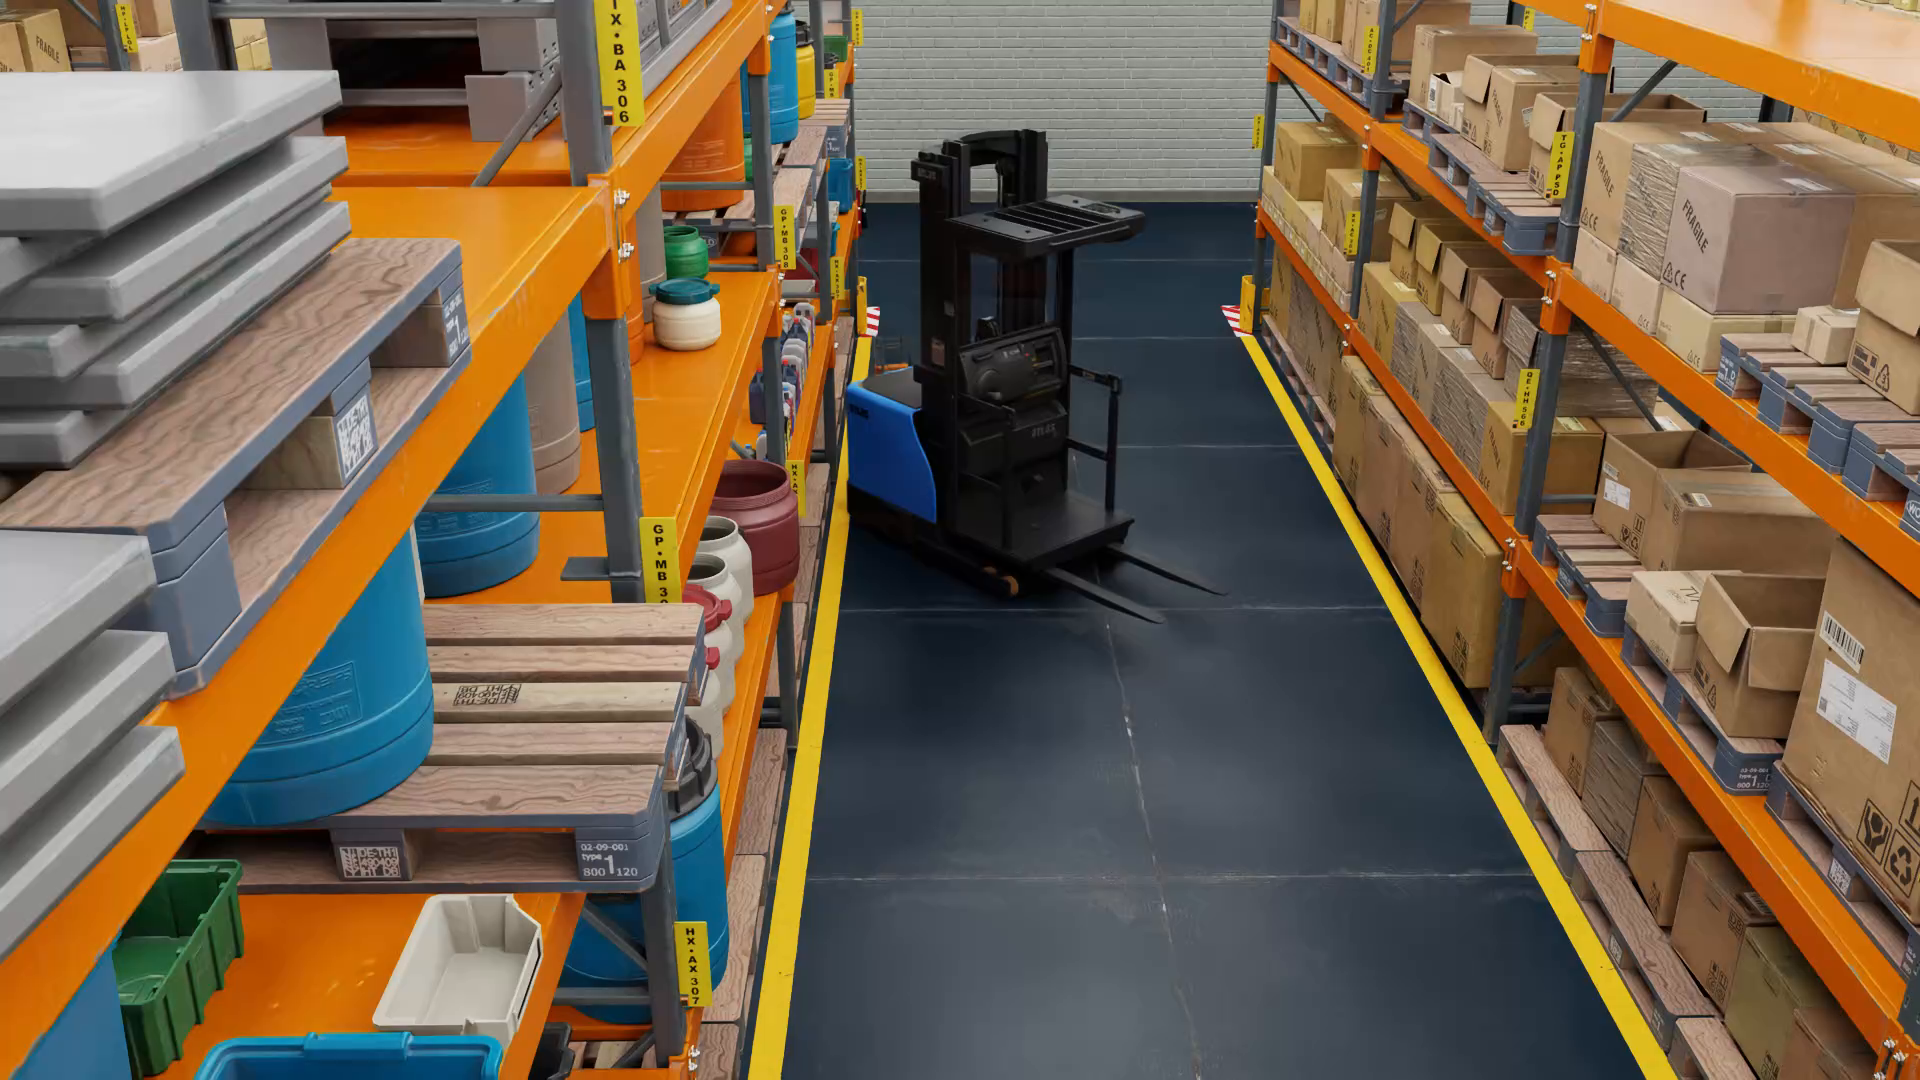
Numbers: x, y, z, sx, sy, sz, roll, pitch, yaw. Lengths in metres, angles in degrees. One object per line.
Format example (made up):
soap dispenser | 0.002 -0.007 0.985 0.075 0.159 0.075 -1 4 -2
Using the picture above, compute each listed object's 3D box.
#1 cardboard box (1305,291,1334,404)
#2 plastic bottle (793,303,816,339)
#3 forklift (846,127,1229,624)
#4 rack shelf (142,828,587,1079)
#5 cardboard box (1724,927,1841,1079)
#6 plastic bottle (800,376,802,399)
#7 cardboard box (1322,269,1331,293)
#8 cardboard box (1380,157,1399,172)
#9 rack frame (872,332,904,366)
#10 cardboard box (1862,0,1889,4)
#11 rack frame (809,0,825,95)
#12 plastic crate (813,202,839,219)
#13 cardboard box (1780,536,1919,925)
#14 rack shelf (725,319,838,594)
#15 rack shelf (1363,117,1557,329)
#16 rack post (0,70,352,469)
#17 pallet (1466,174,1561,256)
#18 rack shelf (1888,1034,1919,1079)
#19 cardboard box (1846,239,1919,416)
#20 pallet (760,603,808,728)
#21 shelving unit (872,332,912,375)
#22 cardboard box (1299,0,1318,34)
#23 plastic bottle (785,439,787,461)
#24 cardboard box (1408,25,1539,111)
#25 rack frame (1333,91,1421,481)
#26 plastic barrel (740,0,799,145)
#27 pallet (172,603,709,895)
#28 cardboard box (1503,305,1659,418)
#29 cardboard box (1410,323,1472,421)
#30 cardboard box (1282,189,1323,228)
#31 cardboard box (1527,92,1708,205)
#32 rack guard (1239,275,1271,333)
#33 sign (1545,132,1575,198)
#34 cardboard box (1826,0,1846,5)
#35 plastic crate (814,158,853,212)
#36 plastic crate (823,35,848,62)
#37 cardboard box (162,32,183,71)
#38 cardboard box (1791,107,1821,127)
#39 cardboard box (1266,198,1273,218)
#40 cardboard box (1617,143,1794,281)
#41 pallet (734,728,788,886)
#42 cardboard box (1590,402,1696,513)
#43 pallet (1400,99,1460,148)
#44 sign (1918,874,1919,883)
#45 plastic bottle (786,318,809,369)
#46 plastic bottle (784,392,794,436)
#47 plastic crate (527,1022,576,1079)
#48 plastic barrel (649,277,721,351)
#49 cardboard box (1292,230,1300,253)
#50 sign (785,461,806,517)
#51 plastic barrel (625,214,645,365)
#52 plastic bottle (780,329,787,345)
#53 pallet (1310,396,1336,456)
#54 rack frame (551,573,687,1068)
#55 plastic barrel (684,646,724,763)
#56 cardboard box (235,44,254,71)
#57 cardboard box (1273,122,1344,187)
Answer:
cardboard box | 3.543 -1.730 14.386 0.875 0.875 0.875 0 24 -1
plastic bottle | -1.145 -1.624 12.234 0.152 0.276 0.135 0 24 -1
forklift | 0.507 -1.166 11.154 1.130 2.935 3.031 -20 31 -37
rack shelf | -1.363 1.241 2.983 1.077 0.370 4.000 0 24 -1
cardboard box | 3.596 1.922 6.743 0.700 0.500 0.500 0 24 -1
plastic bottle | -1.103 -1.032 11.017 0.097 0.201 0.097 0 24 0
cardboard box | 3.144 -2.085 13.408 0.380 0.149 0.250 -1 24 -1
cardboard box | 3.723 -2.888 13.790 0.500 0.500 0.500 -1 24 -2
rack frame | -0.521 -1.005 12.924 0.240 1.200 0.006 -9 15 -18
cardboard box | 8.090 -4.748 14.443 0.380 0.149 0.250 0 24 0
rack frame | -1.472 -4.574 11.328 1.000 3.000 0.127 0 24 -1
plastic crate | -1.326 -3.061 15.509 0.396 0.136 0.243 0 24 -1
cardboard box | 3.699 0.641 5.839 1.000 1.000 1.000 0 24 0
rack shelf | -1.451 -0.689 10.890 1.077 0.370 4.000 0 24 -1
rack shelf | 3.502 -2.078 10.321 1.077 0.370 4.000 0 24 -1
rack post | -1.394 -0.394 2.175 0.937 0.300 0.954 -1 24 -2
pallet | 3.464 -1.761 8.976 1.213 0.211 1.003 1 24 2
rack shelf | 3.589 2.585 3.650 1.077 0.370 4.000 0 24 -1
cardboard box | 3.650 -0.754 5.886 0.797 0.503 0.637 1 24 2
pallet | -1.479 0.753 10.212 1.003 0.211 1.213 0 24 -1
shelving unit | -0.490 -0.987 12.840 0.258 1.200 0.189 -9 15 -18
cardboard box | 3.381 -4.714 14.524 0.700 0.500 0.500 -1 24 -2
plastic bottle | -1.071 -0.565 9.885 0.061 0.283 0.133 0 24 -1
cardboard box | 3.497 -3.228 11.359 0.700 0.500 0.500 0 24 1
rack frame | 3.480 -1.863 12.613 1.000 3.000 0.127 0 24 -1
plastic barrel | -1.301 -2.925 10.202 0.600 0.901 0.708 0 24 -1
pallet | -1.280 0.472 4.040 1.213 0.211 1.003 0 24 -1
cardboard box | 3.532 -1.019 9.408 0.797 0.503 0.637 1 24 1
cardboard box | 3.258 -1.092 10.786 0.500 0.500 0.500 0 24 0
cardboard box | 3.186 -2.958 14.856 0.500 0.250 0.500 -1 24 -2
cardboard box | 3.445 -2.071 8.798 0.797 0.503 0.637 1 24 3
rack guard | 3.436 -2.382 16.794 1.175 0.500 0.348 0 24 -1
sign | 2.969 -1.854 8.230 0.100 0.325 0.005 0 24 -1
cardboard box | 8.142 -4.832 15.113 0.500 0.250 0.500 0 24 0
plastic crate | -1.326 -3.396 15.885 0.616 0.435 0.499 0 24 -1
plastic crate | -1.220 -4.354 14.738 0.450 0.188 0.336 0 24 -1
cardboard box | -6.190 -3.754 12.729 0.500 0.250 0.500 0 24 -1
cardboard box | 8.137 -3.943 15.515 0.500 0.500 0.500 0 24 -1
cardboard box | 3.115 -3.144 15.749 0.380 0.149 0.250 -1 24 -1
cardboard box | 3.274 -1.451 7.334 0.500 0.500 0.500 0 24 0
pallet | -1.459 1.397 8.788 1.003 0.211 1.213 0 24 -1
cardboard box | 3.791 -0.462 9.394 0.500 0.500 0.500 0 24 1
pallet | 3.540 -2.765 11.200 0.805 0.209 1.217 -1 24 -3
sign | 3.013 0.910 5.077 0.100 0.325 0.005 0 24 -1
plastic bottle | -1.133 -1.365 11.571 0.144 0.351 0.185 0 24 -1
plastic bottle | -1.077 -0.796 10.394 0.061 0.283 0.133 0 24 -1
plastic crate | -1.507 1.700 4.810 0.767 0.338 0.504 0 24 -1
plastic barrel | -1.181 -0.973 7.174 0.301 0.262 0.301 0 24 0
cardboard box | 3.129 -2.615 14.581 0.380 0.149 0.250 -1 24 -2
sign | -0.879 -0.272 8.898 0.100 0.325 0.005 0 24 -1
plastic barrel | -1.630 -1.146 6.867 0.600 0.830 0.708 0 24 -1
plastic bottle | -1.277 -1.364 11.570 0.144 0.351 0.185 0 24 -1
pallet | 3.550 -0.906 13.881 1.003 0.211 1.213 0 24 -1
rack frame | -1.385 1.456 5.275 1.000 3.000 0.127 0 24 -1
plastic barrel | -1.184 0.696 6.789 0.433 0.535 0.433 0 24 0
cardboard box | -6.198 -3.938 13.743 0.500 0.250 0.500 0 24 -1
cardboard box | 3.177 -3.515 15.177 0.500 0.500 0.500 -1 24 -2
